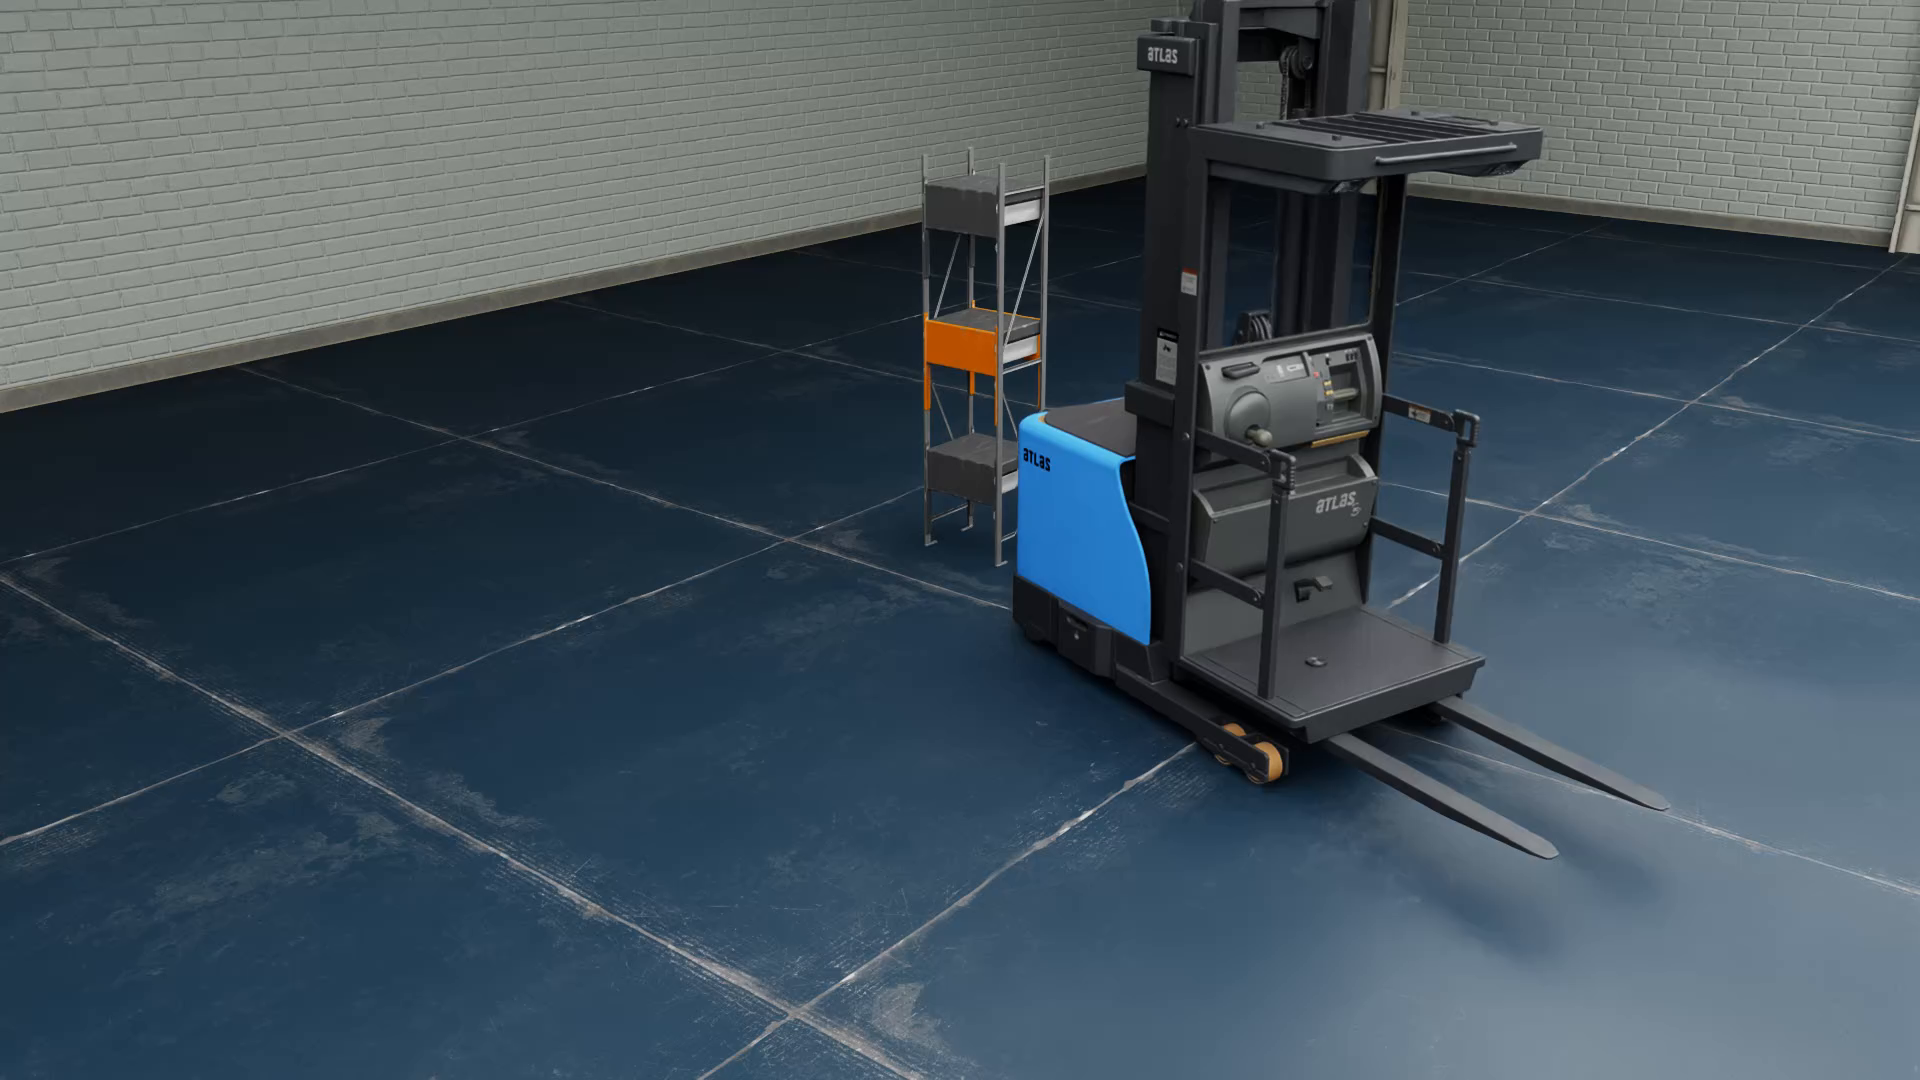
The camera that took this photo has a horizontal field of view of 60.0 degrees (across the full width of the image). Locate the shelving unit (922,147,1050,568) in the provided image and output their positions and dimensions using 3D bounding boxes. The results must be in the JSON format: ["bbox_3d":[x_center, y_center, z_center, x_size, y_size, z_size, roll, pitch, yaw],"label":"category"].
[{"bbox_3d":[0.128,-0.946,8.700,0.503,2.100,0.431,16,26,36],"label":"shelving unit"}]

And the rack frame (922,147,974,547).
[{"bbox_3d":[-0.061,-1.000,8.844,0.015,2.100,0.400,16,26,36],"label":"rack frame"}]

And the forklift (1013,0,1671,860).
[{"bbox_3d":[1.470,-0.591,6.582,1.130,2.935,3.031,-13,24,-30],"label":"forklift"}]

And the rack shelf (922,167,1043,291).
[{"bbox_3d":[0.128,-1.588,8.458,0.480,0.518,0.431,16,26,36],"label":"rack shelf"}]

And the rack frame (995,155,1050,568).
[{"bbox_3d":[0.317,-0.891,8.555,0.015,2.100,0.400,16,26,36],"label":"rack frame"}]

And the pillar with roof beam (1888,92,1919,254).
[{"bbox_3d":[6.992,-5.969,12.242,0.400,9.000,9.100,16,26,36],"label":"pillar with roof beam"}]

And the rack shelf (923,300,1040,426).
[{"bbox_3d":[0.128,-0.933,8.705,0.480,0.518,0.431,16,26,36],"label":"rack shelf"}]

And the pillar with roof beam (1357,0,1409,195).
[{"bbox_3d":[2.344,-7.307,15.792,0.400,9.000,9.100,16,26,36],"label":"pillar with roof beam"}]

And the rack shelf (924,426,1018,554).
[{"bbox_3d":[0.128,-0.278,8.952,0.480,0.518,0.431,16,26,36],"label":"rack shelf"}]
